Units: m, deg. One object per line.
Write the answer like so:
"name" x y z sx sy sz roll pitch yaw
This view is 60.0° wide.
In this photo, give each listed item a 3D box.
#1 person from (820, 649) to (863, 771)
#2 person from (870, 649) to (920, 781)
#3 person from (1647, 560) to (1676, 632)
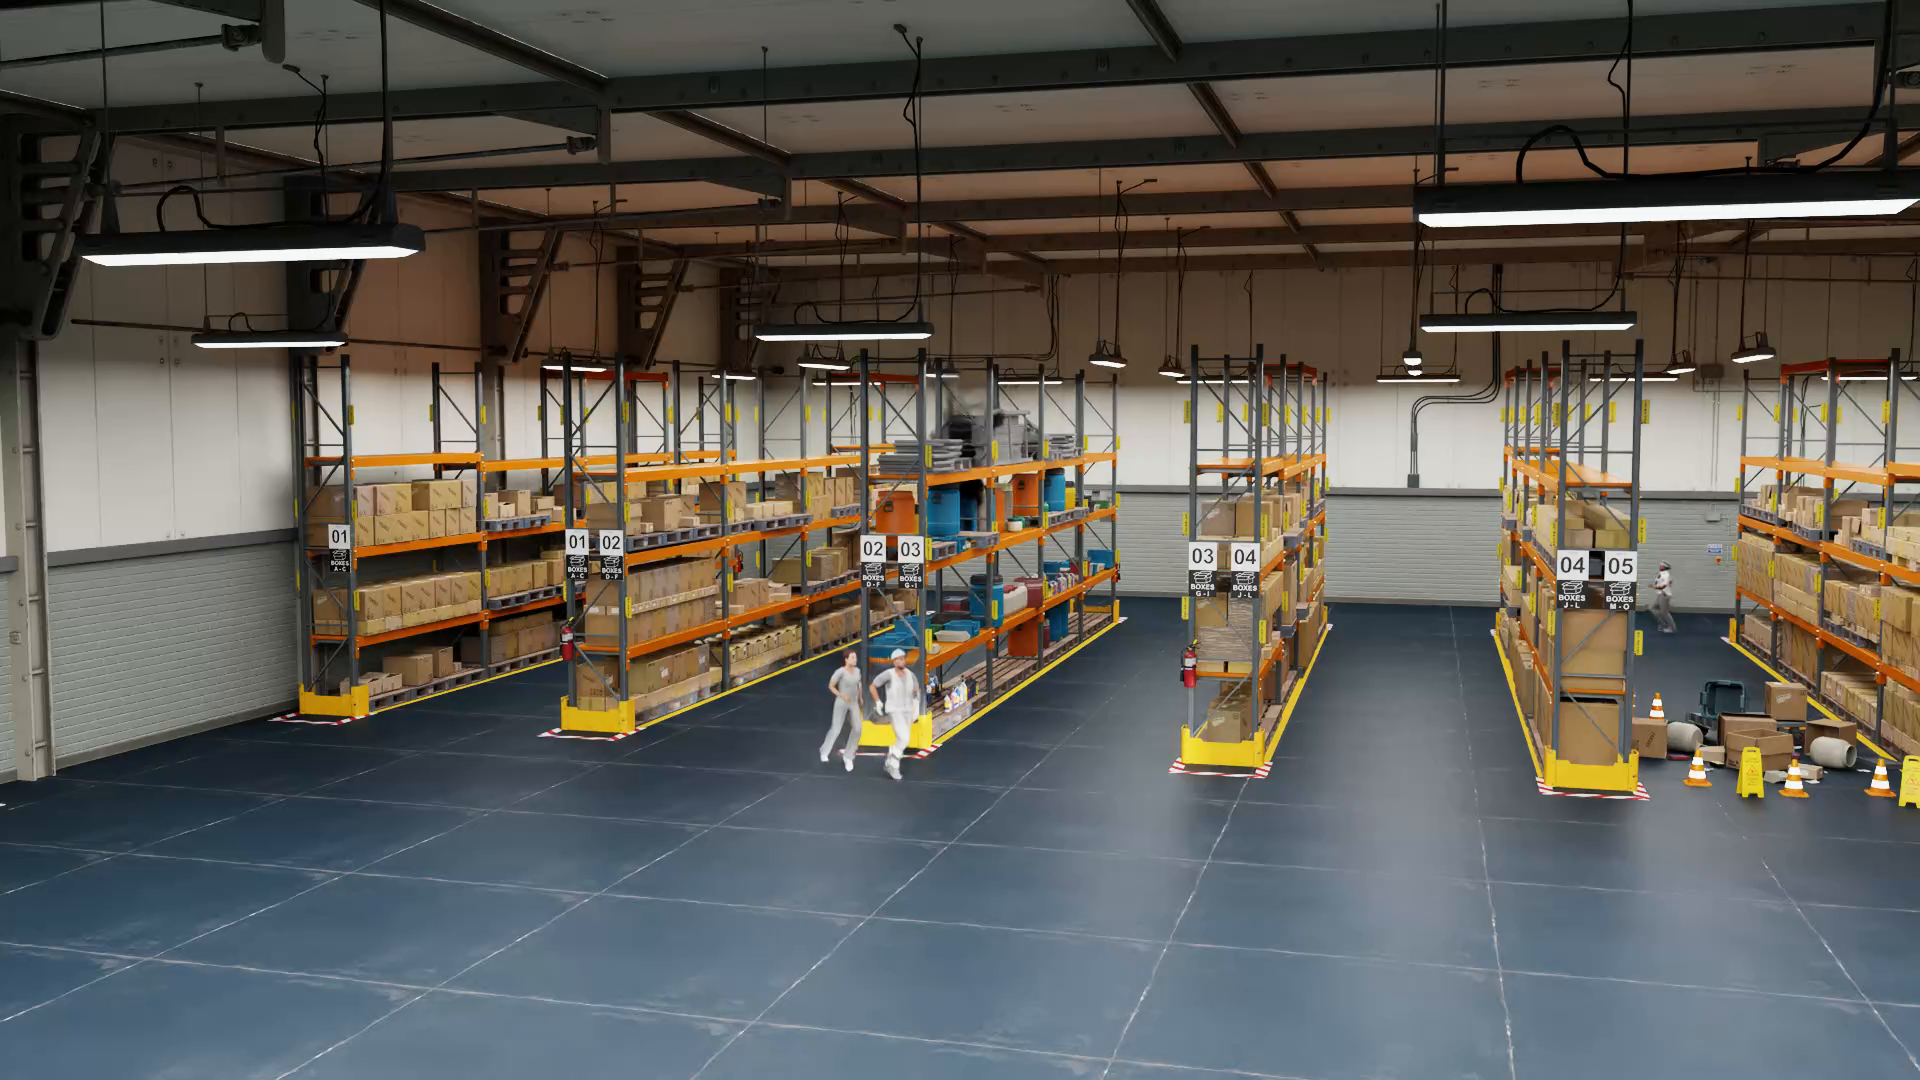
"person" -1.622 2.419 23.786 0.647 1.652 0.722 -3 5 -33
"person" -0.827 2.396 22.865 0.636 1.794 0.713 -4 6 -41
"person" 16.142 1.291 38.266 0.661 1.690 0.545 1 4 11
